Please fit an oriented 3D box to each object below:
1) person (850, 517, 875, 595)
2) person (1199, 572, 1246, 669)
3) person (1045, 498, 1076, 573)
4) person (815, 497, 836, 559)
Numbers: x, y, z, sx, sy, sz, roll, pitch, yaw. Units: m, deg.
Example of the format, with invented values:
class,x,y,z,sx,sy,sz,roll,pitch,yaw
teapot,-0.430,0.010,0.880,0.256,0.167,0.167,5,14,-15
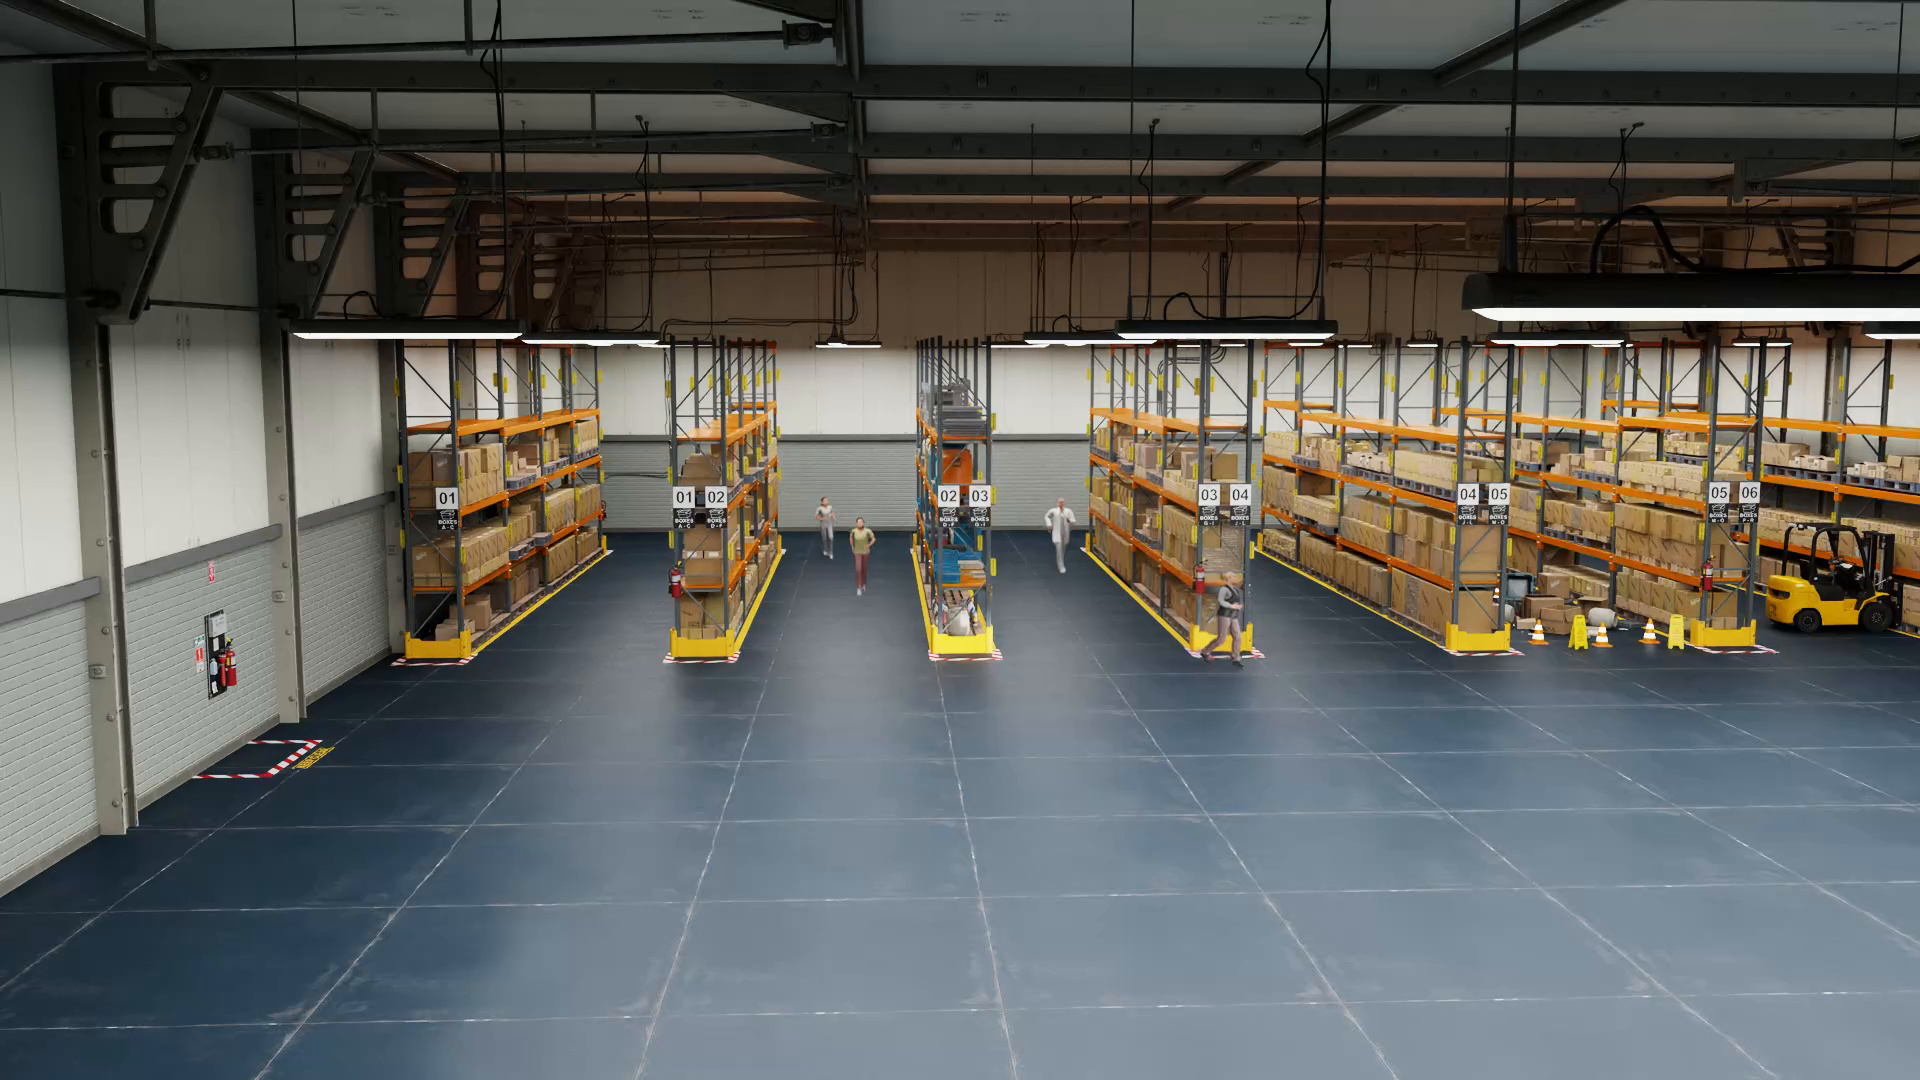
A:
class,x,y,z,sx,sy,sz,roll,pitch,yaw
person,-2.205,0.346,37.614,0.591,1.738,0.707,0,6,0
person,4.850,1.440,30.215,0.888,1.734,0.682,5,8,35
person,2.498,-0.122,40.977,0.695,1.820,0.975,-2,7,-13
person,-3.744,-0.340,46.143,0.599,1.729,0.802,-3,7,-22
